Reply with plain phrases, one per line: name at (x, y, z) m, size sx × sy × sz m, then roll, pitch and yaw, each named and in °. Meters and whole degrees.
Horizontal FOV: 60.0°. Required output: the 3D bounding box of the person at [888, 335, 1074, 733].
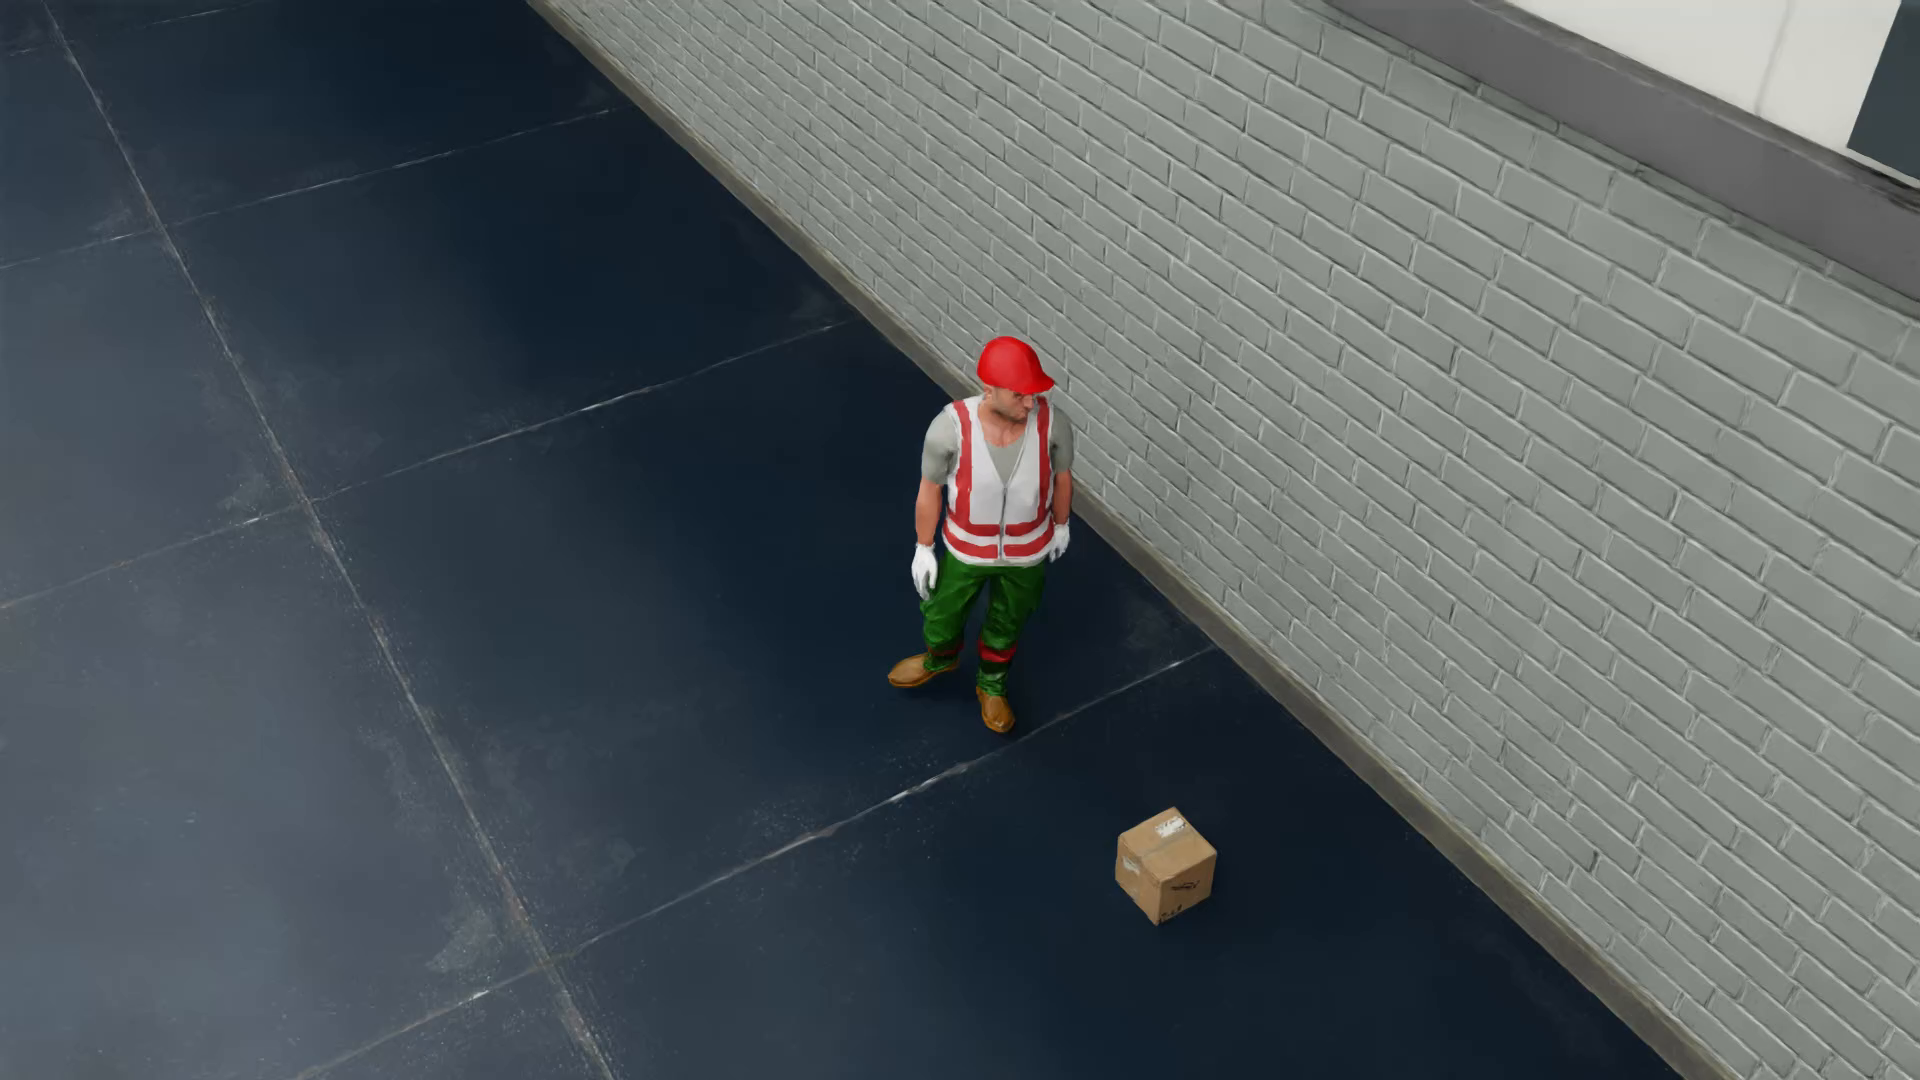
person at (0.067, -0.013, 6.127) m, size 0.700 × 1.782 × 0.449 m, roll -3°, pitch 40°, yaw -3°
